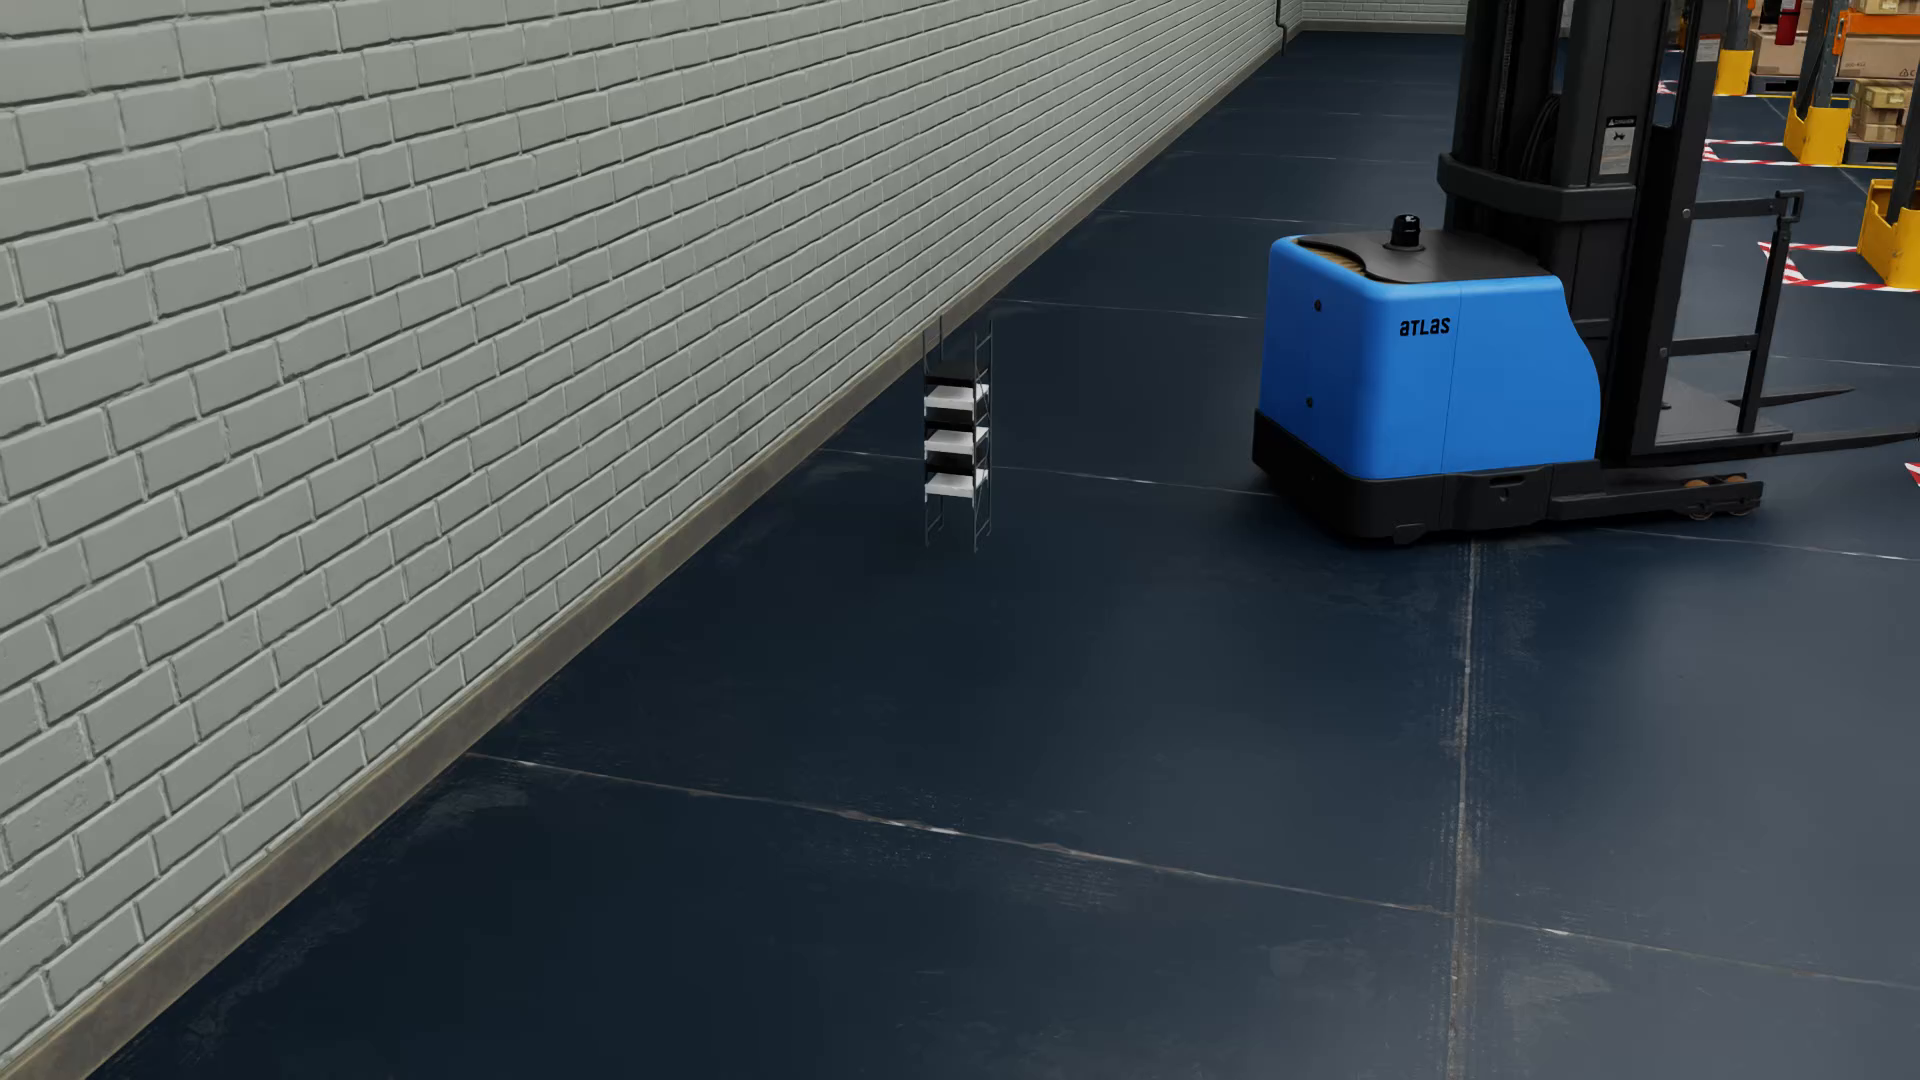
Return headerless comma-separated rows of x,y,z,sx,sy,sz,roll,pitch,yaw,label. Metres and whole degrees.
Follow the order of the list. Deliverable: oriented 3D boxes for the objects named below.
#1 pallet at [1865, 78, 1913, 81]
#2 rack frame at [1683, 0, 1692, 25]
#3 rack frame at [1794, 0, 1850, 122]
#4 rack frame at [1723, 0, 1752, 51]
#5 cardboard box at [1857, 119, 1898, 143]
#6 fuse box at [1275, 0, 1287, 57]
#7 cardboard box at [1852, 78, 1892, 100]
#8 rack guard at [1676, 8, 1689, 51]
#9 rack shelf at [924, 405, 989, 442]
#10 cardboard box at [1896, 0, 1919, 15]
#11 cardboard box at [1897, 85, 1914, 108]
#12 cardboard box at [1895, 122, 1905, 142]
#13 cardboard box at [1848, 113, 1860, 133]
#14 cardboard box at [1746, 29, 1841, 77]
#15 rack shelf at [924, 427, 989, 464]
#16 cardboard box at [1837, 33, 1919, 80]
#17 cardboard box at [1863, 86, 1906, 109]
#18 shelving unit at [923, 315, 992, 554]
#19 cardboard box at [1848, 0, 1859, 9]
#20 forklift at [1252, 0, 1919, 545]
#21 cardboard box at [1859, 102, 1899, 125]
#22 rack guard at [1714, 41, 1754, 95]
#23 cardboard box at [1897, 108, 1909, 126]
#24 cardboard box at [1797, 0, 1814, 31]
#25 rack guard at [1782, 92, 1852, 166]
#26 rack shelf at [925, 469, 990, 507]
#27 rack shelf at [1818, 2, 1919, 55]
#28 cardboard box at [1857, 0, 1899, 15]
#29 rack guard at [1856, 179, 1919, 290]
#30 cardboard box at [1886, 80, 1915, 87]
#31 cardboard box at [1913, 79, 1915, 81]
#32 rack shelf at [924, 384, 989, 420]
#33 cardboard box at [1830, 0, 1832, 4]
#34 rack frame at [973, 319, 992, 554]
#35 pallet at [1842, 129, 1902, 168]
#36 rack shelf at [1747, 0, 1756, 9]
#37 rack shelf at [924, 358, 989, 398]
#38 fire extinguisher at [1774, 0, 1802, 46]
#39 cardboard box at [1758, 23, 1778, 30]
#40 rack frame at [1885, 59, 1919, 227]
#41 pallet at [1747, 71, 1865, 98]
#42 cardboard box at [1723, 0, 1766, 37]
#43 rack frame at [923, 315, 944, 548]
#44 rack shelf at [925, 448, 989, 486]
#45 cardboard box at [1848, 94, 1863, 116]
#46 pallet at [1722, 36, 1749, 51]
11.172,-5.325,19.474,1.213,0.211,1.003,7,23,16,pallet
10.650,-8.613,23.815,0.127,3.000,1.000,7,23,16,rack frame
7.886,-4.999,15.006,0.127,3.000,1.000,7,23,16,rack frame
9.219,-6.809,19.417,0.127,3.000,1.000,7,23,16,rack frame
8.295,-3.701,15.043,0.250,0.149,0.380,7,23,17,cardboard box
4.561,-7.570,22.970,0.414,1.711,0.539,7,23,16,fuse box
8.466,-4.184,15.437,0.250,0.149,0.380,7,23,16,cardboard box
10.722,-7.448,24.269,0.348,0.500,1.175,7,23,16,rack guard
-0.008,-0.470,6.580,0.200,0.077,0.258,7,23,16,rack shelf
8.357,-4.716,14.645,0.250,0.149,0.380,7,23,17,cardboard box
8.588,-3.983,14.946,0.250,0.149,0.380,7,23,16,cardboard box
8.570,-3.702,15.046,0.250,0.149,0.380,6,23,15,cardboard box
8.450,-3.893,15.511,0.250,0.149,0.380,7,23,16,cardboard box
9.880,-5.782,19.736,0.875,0.438,0.875,6,23,14,cardboard box
-0.008,-0.386,6.614,0.200,0.077,0.258,7,23,16,rack shelf
10.759,-5.685,19.499,0.875,0.438,0.875,7,23,17,cardboard box
8.290,-3.969,14.913,0.250,0.149,0.380,5,23,13,cardboard box
-0.008,-0.417,6.601,0.210,0.900,0.258,7,23,16,shelving unit
8.280,-4.950,15.217,0.250,0.149,0.380,7,23,16,cardboard box
2.882,-1.626,6.872,3.031,2.935,1.130,-6,23,-14,forklift
8.314,-3.862,15.043,0.250,0.149,0.380,8,23,18,cardboard box
9.196,-5.655,19.898,0.348,0.500,1.175,7,23,16,rack guard
8.560,-3.811,14.920,0.250,0.149,0.380,6,23,15,cardboard box
12.015,-7.441,23.699,0.500,0.500,0.700,8,23,18,cardboard box
7.959,-3.835,15.460,0.348,0.500,1.175,7,23,16,rack guard
-0.008,-0.220,6.682,0.200,0.077,0.258,7,23,16,rack shelf
9.801,-4.447,14.608,4.000,0.370,1.077,7,23,16,rack shelf
8.102,-4.729,14.676,0.250,0.149,0.380,6,23,15,cardboard box
6.334,-2.055,11.120,0.348,0.500,1.175,7,23,16,rack guard
8.690,-4.136,15.319,0.250,0.149,0.380,7,23,17,cardboard box
8.975,-4.153,15.362,0.250,0.149,0.380,6,23,14,cardboard box
-0.008,-0.553,6.546,0.200,0.077,0.258,7,23,16,rack shelf
12.492,-7.347,23.469,0.500,0.500,0.500,7,23,17,cardboard box
0.090,-0.406,6.574,0.006,0.900,0.240,7,23,16,rack frame
8.727,-3.599,15.266,1.213,0.211,1.003,7,23,16,pallet
11.134,-6.257,19.019,4.000,0.370,1.077,7,23,16,rack shelf
-0.008,-0.636,6.512,0.200,0.077,0.258,7,23,16,rack shelf
7.778,-4.986,15.567,0.183,0.674,0.296,7,23,16,fire extinguisher
11.603,-7.326,23.881,0.250,0.149,0.380,6,23,13,cardboard box
6.357,-3.208,10.639,0.127,3.000,1.000,7,23,16,rack frame
10.007,-5.460,19.802,1.213,0.211,1.003,7,23,16,pallet
11.208,-7.551,23.961,0.637,0.503,0.797,6,23,13,cardboard box
-0.105,-0.428,6.629,0.006,0.900,0.240,7,23,16,rack frame
-0.008,-0.303,6.648,0.200,0.077,0.258,7,23,16,rack shelf
8.474,-4.058,15.522,0.250,0.149,0.380,6,23,14,cardboard box
11.486,-7.227,24.111,1.213,0.211,1.003,7,23,16,pallet
